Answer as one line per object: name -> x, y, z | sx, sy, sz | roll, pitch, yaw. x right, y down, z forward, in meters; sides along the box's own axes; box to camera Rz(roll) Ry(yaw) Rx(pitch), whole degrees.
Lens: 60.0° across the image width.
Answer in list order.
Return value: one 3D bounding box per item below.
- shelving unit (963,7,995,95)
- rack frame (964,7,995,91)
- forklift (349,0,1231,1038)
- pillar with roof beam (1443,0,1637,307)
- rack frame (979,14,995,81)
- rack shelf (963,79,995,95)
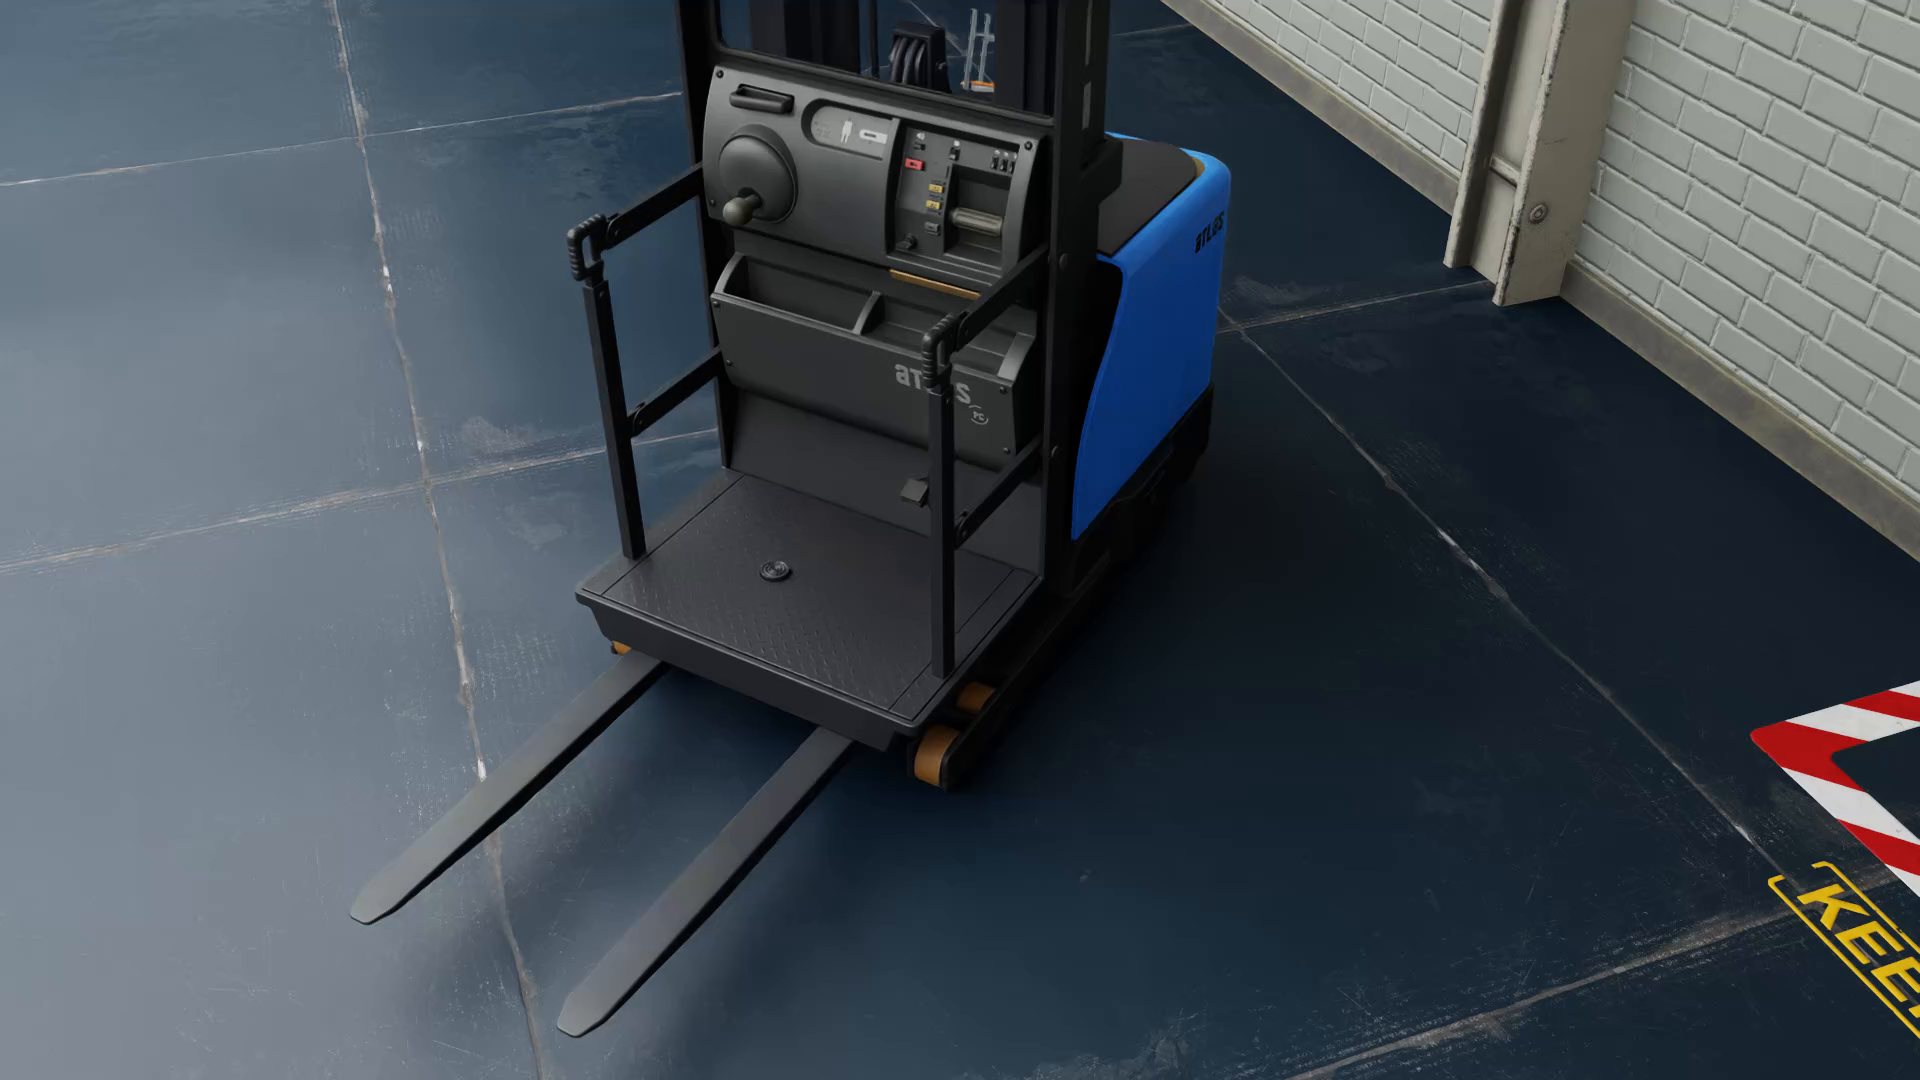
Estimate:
shelving unit -> 0.112, -1.262, 5.956 | 0.258, 1.200, 0.189 | 10, 13, 14
rack frame -> 0.088, -1.246, 5.869 | 0.240, 1.200, 0.006 | 10, 13, 14
forklift -> -0.340, -0.836, 3.924 | 1.130, 2.935, 3.031 | 19, 41, 23
pillar with roof beam -> -1.871, -3.751, 2.751 | 9.100, 9.000, 0.400 | -12, 39, -16
rack frame -> 0.136, -1.278, 6.042 | 0.240, 1.200, 0.006 | 10, 13, 14
rack shelf -> 0.152, -1.567, 5.888 | 0.258, 0.103, 0.180 | 10, 13, 14
